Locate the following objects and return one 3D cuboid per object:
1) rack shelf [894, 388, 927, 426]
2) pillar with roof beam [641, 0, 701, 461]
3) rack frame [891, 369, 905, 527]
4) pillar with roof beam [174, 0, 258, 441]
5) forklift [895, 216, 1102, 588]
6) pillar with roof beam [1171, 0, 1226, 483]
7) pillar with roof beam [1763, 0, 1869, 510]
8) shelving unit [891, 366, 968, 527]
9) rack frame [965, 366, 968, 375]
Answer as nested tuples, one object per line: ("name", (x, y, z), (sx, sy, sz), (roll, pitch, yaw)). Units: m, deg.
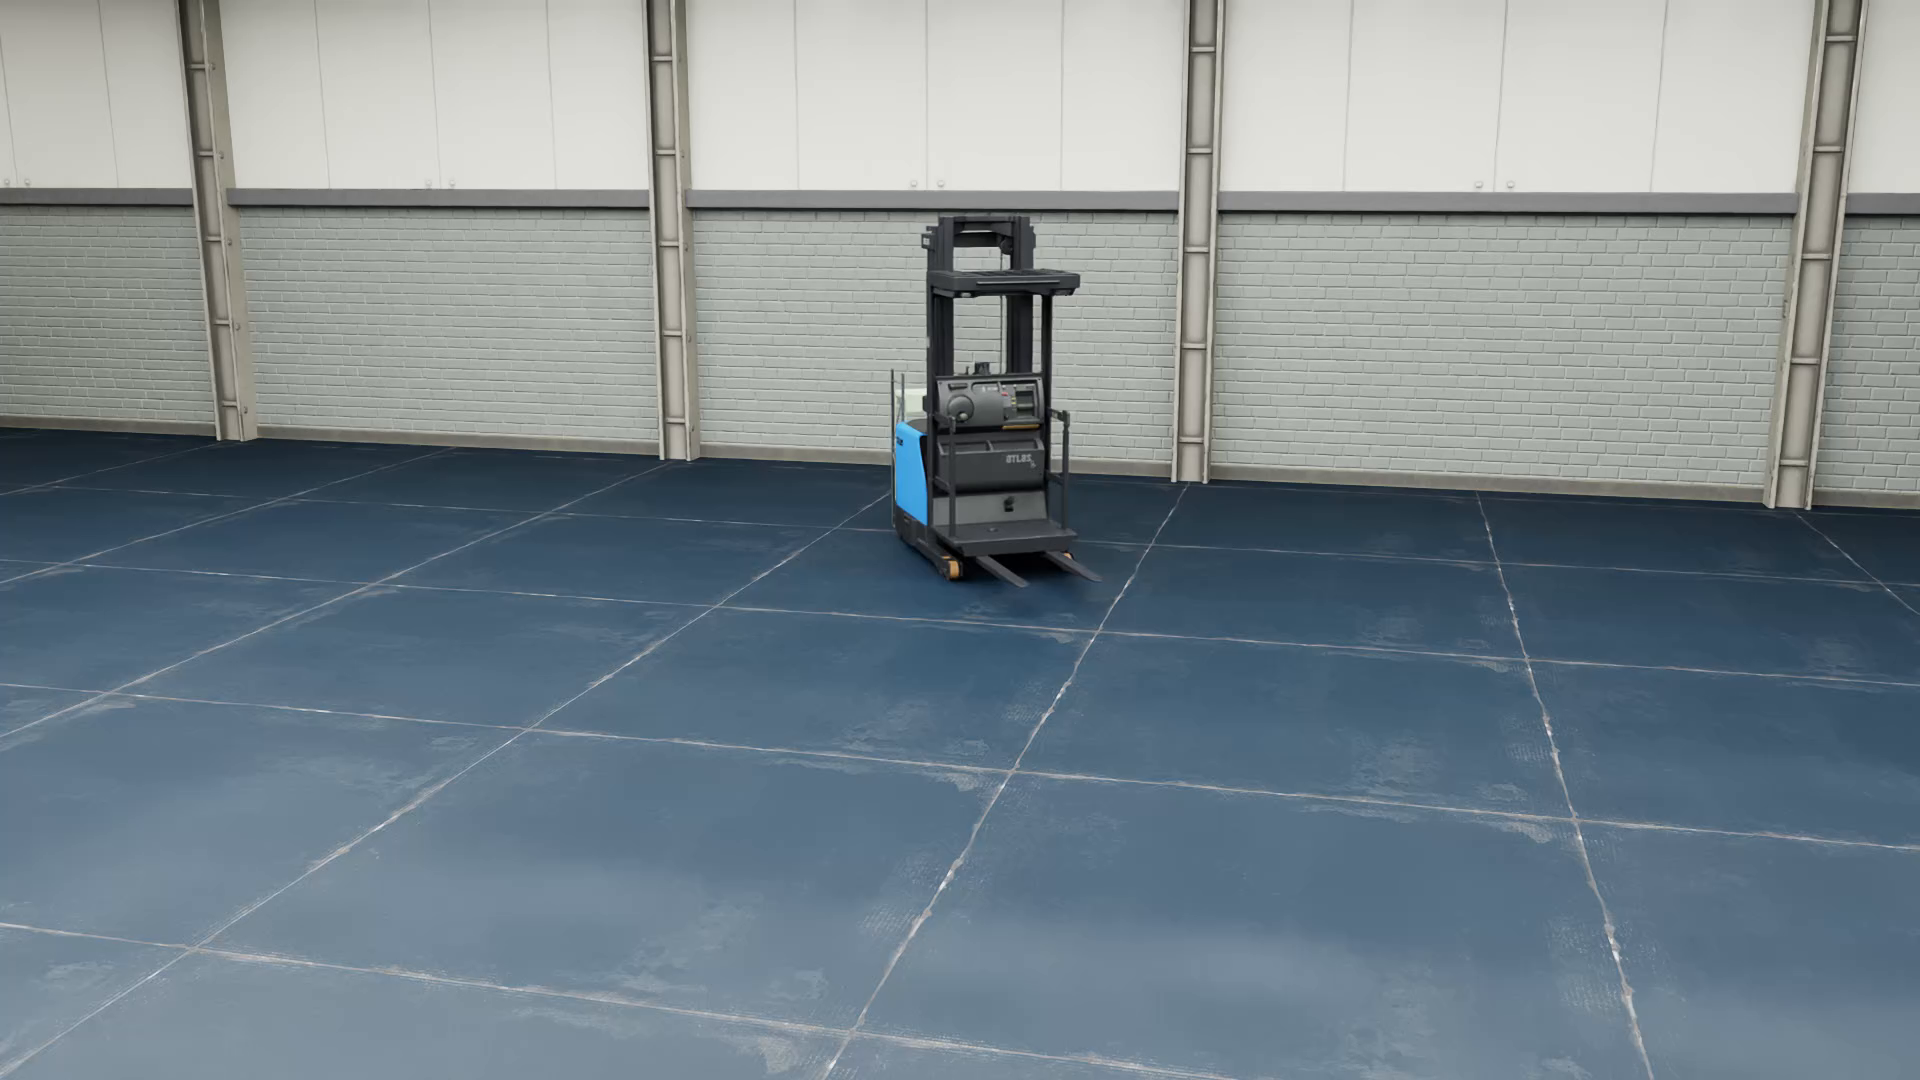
("rack shelf", (-0.230, -1.235, 15.554), (0.720, 0.370, 0.431), (-4, 13, -18))
("pillar with roof beam", (-4.330, -4.455, 14.556), (0.400, 9.000, 9.100), (3, 13, 14))
("rack frame", (-0.578, -0.830, 15.528), (0.023, 1.500, 0.400), (-4, 13, -18))
("pillar with roof beam", (-10.155, -4.767, 15.959), (0.400, 9.000, 9.100), (3, 13, 14))
("forklift", (0.327, -1.193, 13.859), (1.130, 2.935, 3.031), (-4, 13, -17))
("pillar with roof beam", (1.496, -4.144, 13.153), (0.400, 9.000, 9.100), (3, 13, 14))
("pillar with roof beam", (7.321, -3.833, 11.749), (0.400, 9.000, 9.100), (3, 13, 14))
("shelving unit", (-0.230, -0.854, 15.638), (0.755, 1.500, 0.431), (-4, 13, -18))
("rack frame", (0.118, -0.879, 15.749), (0.023, 1.500, 0.400), (-4, 13, -18))
